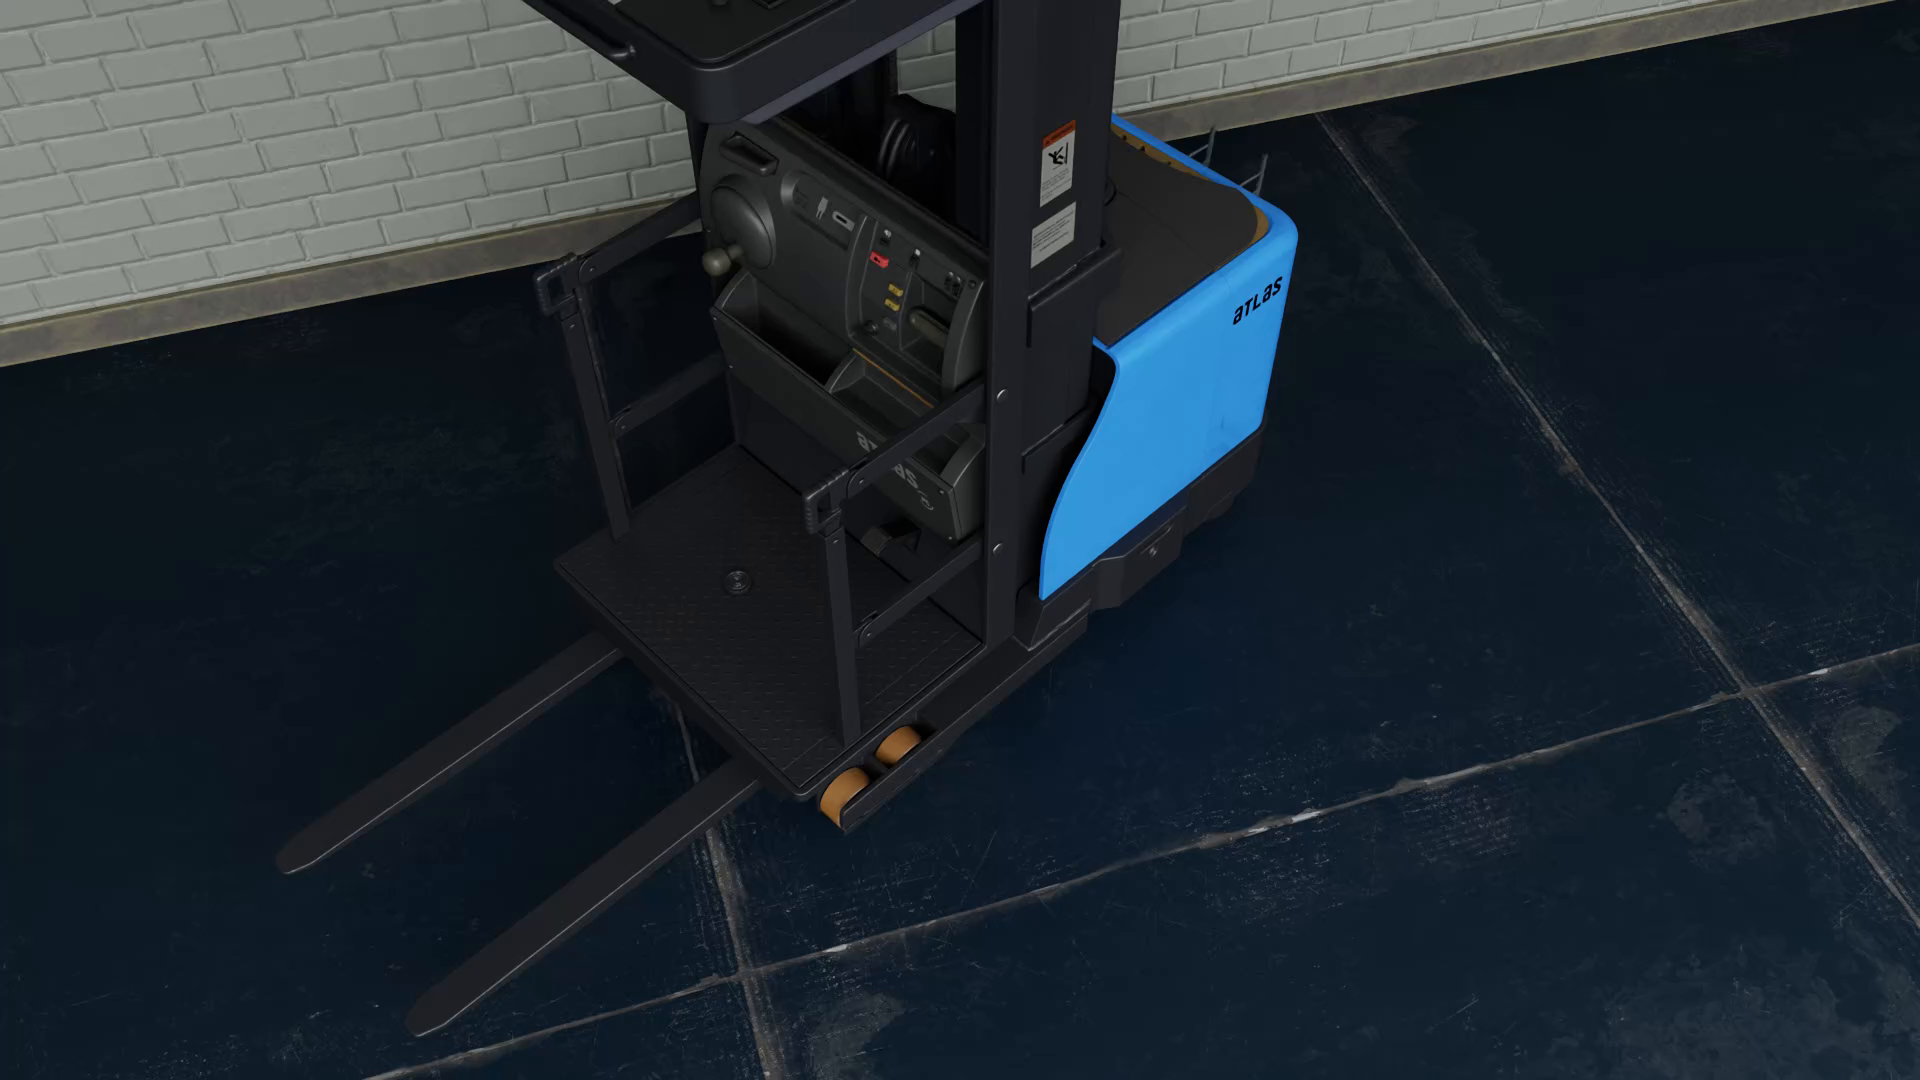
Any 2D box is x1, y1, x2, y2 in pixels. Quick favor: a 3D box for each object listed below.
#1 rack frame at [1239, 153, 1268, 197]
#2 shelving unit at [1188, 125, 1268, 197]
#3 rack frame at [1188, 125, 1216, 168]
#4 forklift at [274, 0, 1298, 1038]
[{"bbox_3d":[0.830,-0.812,5.336,0.240,0.900,0.006,-35,58,-30],"label":"rack frame"},{"bbox_3d":[0.758,-0.868,5.382,0.258,0.900,0.210,-35,58,-30],"label":"shelving unit"},{"bbox_3d":[0.687,-0.923,5.429,0.240,0.900,0.006,-35,58,-30],"label":"rack frame"},{"bbox_3d":[-0.448,-0.608,3.846,3.031,2.935,1.130,-37,59,-27],"label":"forklift"}]
